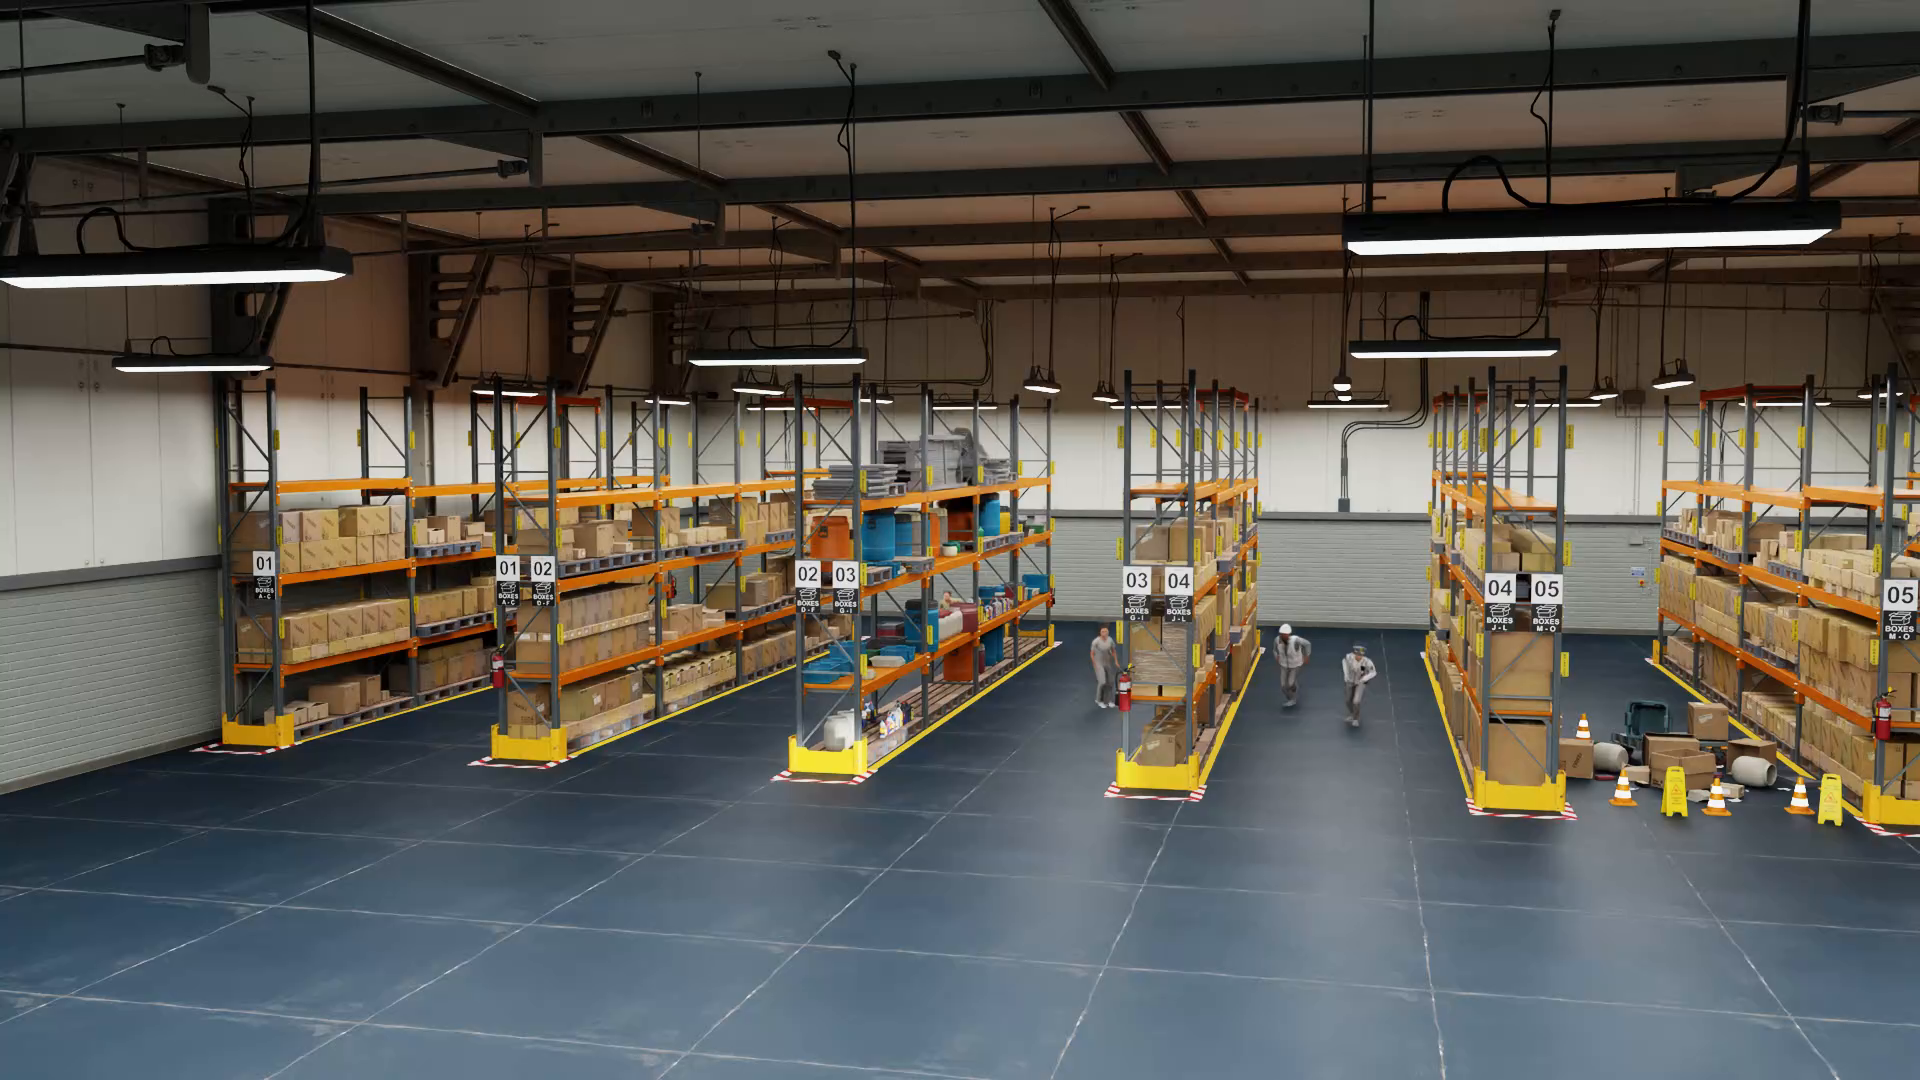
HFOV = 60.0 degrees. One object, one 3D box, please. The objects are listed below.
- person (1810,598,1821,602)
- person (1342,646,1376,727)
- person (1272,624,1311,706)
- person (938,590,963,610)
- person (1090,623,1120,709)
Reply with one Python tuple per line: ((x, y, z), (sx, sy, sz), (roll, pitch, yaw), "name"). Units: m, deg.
((17.537, 2.063, 34.139), (0.684, 1.767, 0.927), (0, 3, -3), "person")
((6.996, 2.547, 29.212), (0.647, 1.462, 0.881), (2, 4, 32), "person")
((6.175, 2.346, 31.014), (0.693, 1.595, 0.799), (2, 4, 26), "person")
((-0.164, 1.930, 38.370), (0.614, 1.629, 0.951), (1, 4, 19), "person")
((2.671, 2.342, 31.061), (0.571, 1.614, 0.543), (-2, 4, -25), "person")
